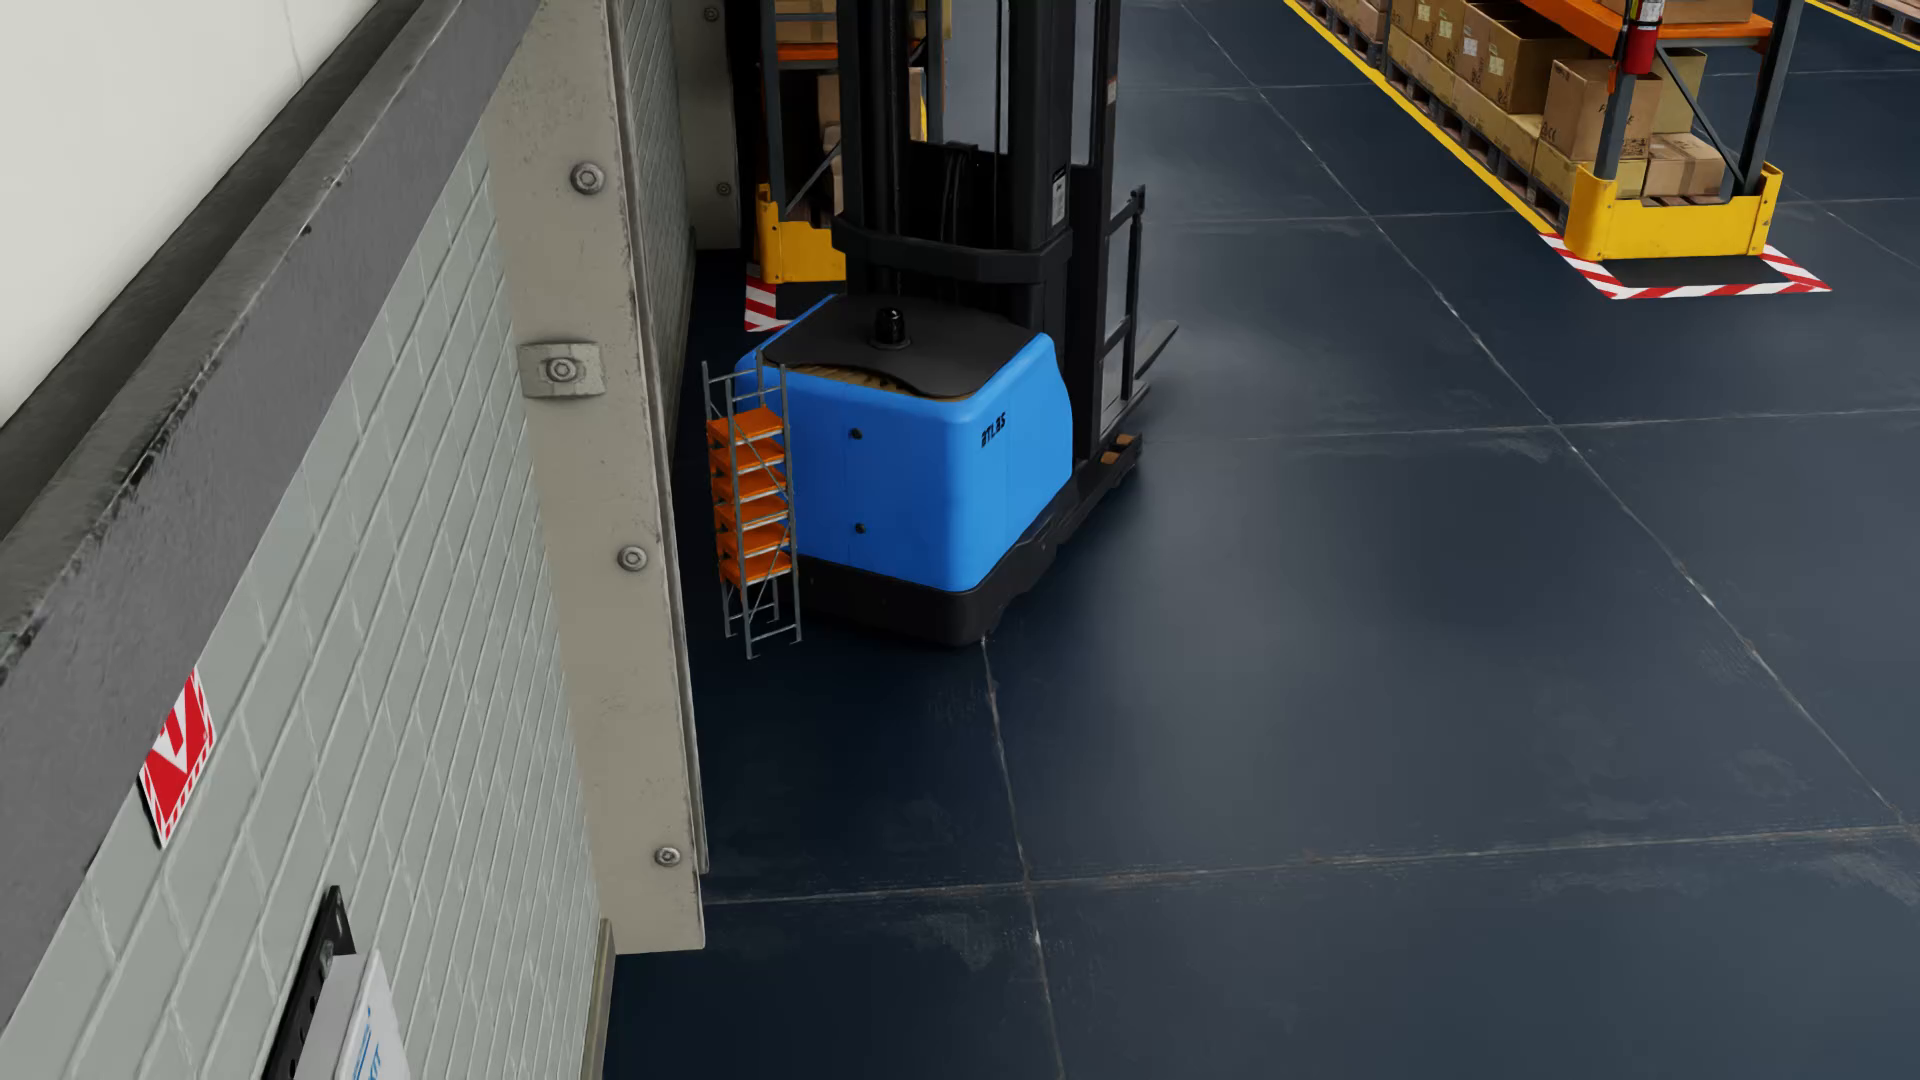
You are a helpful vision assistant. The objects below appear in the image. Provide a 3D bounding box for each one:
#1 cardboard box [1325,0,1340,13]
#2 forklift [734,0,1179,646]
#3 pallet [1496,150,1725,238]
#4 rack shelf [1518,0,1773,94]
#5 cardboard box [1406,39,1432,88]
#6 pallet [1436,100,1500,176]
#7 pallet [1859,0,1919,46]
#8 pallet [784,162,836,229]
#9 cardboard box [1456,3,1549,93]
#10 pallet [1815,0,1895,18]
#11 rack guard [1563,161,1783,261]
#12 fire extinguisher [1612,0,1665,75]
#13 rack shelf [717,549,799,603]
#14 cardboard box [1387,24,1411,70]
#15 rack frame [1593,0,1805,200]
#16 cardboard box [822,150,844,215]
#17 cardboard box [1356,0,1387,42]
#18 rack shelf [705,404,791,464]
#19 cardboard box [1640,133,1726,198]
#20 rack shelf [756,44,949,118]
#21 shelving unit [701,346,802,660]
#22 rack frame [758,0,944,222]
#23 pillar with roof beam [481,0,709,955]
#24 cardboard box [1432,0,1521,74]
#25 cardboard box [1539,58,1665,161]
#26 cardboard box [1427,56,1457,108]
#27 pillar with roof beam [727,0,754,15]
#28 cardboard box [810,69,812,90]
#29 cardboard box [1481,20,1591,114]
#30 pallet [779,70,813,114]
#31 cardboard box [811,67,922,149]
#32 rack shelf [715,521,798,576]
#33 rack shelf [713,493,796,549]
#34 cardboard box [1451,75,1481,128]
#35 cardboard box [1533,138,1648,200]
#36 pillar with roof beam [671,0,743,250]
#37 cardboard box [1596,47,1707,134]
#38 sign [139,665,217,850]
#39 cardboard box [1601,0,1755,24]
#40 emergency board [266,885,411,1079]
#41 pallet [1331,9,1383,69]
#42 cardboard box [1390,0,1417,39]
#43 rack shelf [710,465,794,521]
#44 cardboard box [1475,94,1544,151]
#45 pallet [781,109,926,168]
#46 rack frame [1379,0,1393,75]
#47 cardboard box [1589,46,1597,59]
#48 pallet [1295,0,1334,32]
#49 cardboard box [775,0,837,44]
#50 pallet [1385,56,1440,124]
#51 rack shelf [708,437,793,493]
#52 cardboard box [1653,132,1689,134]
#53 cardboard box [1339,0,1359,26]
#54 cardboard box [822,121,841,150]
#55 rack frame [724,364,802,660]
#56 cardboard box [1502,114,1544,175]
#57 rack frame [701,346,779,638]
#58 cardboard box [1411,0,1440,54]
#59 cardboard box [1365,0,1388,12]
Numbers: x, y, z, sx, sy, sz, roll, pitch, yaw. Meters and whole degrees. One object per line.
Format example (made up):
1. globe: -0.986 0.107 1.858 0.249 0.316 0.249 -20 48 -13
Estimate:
1. cardboard box: 3.541 -4.866 14.743 0.500 0.250 0.500 -2 31 -3
2. forklift: 0.205 -1.585 7.046 1.130 2.935 3.031 13 33 21
3. pallet: 4.223 -2.298 10.891 1.003 0.211 1.213 -3 31 -5
4. rack shelf: 4.149 -3.819 11.420 1.077 0.370 4.000 -3 31 -5
5. cardboard box: 3.746 -3.642 12.694 0.500 0.250 0.500 -3 31 -5
6. pallet: 4.112 -2.919 11.931 1.003 0.211 1.213 -3 31 -5
7. pallet: 8.782 -4.586 14.722 1.003 0.211 1.213 -3 31 -5
8. pallet: -0.643 -2.125 10.602 1.003 0.211 1.213 -3 31 -5
9. cardboard box: 3.836 -3.453 11.646 0.500 0.500 0.500 -3 31 -5
10. pallet: 8.665 -5.210 15.767 1.003 0.211 1.213 -3 31 -5
11. rack guard: 4.338 -2.021 10.146 1.175 0.500 0.348 -3 31 -5
12. fire extinguisher: 3.885 -2.991 9.407 0.296 0.674 0.183 -3 31 -5
13. rack shelf: -0.779 0.123 6.429 0.258 0.103 0.180 -19 36 -29
14. cardboard box: 3.704 -3.897 13.121 0.500 0.250 0.500 -3 31 -5
15. rack frame: 4.336 -3.106 9.526 1.000 3.000 0.127 -3 31 -5
16. cardboard box: -0.571 -2.259 10.300 0.500 0.311 0.500 -6 31 -10
17. cardboard box: 3.635 -4.346 13.873 0.500 0.250 0.500 -3 31 -5
18. rack shelf: -0.779 -0.392 6.121 0.258 0.103 0.180 -19 36 -29
19. cardboard box: 4.508 -2.391 10.599 0.500 0.250 0.500 -3 31 -5
20. rack shelf: -0.782 -3.579 11.019 1.077 0.370 4.000 -3 31 -5
21. shelving unit: -0.779 -0.121 6.283 0.258 1.200 0.189 -19 36 -29
22. rack frame: -0.595 -2.867 9.125 1.000 3.000 0.127 -3 31 -5
23. pillar with roof beam: 3.325 -2.902 3.332 9.100 9.000 0.400 -3 31 -5
24. cardboard box: 3.788 -3.708 12.073 0.500 0.500 0.500 -3 31 -5
25. cardboard box: 3.990 -2.688 10.365 0.500 0.500 0.500 -3 31 -5
26. cardboard box: 3.787 -3.386 12.266 0.500 0.250 0.500 -3 31 -5
27. pillar with roof beam: 2.203 -9.028 13.589 9.100 9.000 0.400 -3 31 -5
28. cardboard box: -0.832 -3.497 12.188 0.500 0.500 0.500 -5 31 -8
29. cardboard box: 3.882 -3.198 11.219 0.500 0.500 0.500 -3 31 -5
30. pallet: -0.871 -3.371 12.688 1.003 0.211 1.213 -3 31 -5
31. cardboard box: -0.643 -3.008 11.370 0.700 0.500 0.500 -5 31 -8
32. rack shelf: -0.779 0.020 6.367 0.258 0.103 0.180 -19 36 -29
33. rack shelf: -0.779 -0.083 6.306 0.258 0.103 0.180 -19 36 -29
34. cardboard box: 3.840 -3.131 11.839 0.500 0.250 0.500 -3 31 -5
35. cardboard box: 3.992 -2.366 10.558 0.500 0.250 0.500 -3 31 -5
36. pillar with roof beam: 2.764 -5.965 8.461 9.100 9.000 0.400 -3 31 -5
37. cardboard box: 4.459 -2.968 10.834 0.500 0.500 0.500 -3 31 -5
38. sign: -0.867 0.157 1.801 0.001 0.298 0.199 -3 31 -5
39. cardboard box: 4.305 -3.388 9.900 0.700 0.500 0.500 -3 31 -5
40. emergency board: -0.769 1.144 2.410 0.194 1.169 0.643 -3 31 -5
41. pallet: 3.855 -4.326 14.286 1.003 0.211 1.213 -3 31 -5
42. cardboard box: 3.694 -4.219 12.928 0.500 0.500 0.500 -3 31 -5
43. rack shelf: -0.779 -0.186 6.244 0.258 0.103 0.180 -19 36 -29
44. cardboard box: 3.885 -2.876 11.411 0.500 0.250 0.500 -3 31 -5
45. pallet: -0.754 -2.747 11.643 1.003 0.211 1.213 -3 31 -5
46. rack frame: 3.962 -5.149 12.945 1.000 3.000 0.127 -3 31 -5
47. cardboard box: 4.399 -3.223 11.261 0.500 0.500 0.500 -3 31 -5
48. pallet: 3.738 -4.950 15.331 1.003 0.211 1.213 -3 31 -5
49. cardboard box: -0.832 -3.041 9.542 0.500 0.250 0.500 -2 31 -4
50. pallet: 3.995 -3.544 12.977 1.003 0.211 1.213 -3 31 -5
51. rack shelf: -0.779 -0.289 6.182 0.258 0.103 0.180 -19 36 -29
52. cardboard box: 4.457 -2.646 11.026 0.500 0.250 0.500 -3 31 -5
53. cardboard box: 3.590 -4.605 14.306 0.500 0.250 0.500 -3 31 -5
54. cardboard box: -0.624 -2.550 10.788 0.500 0.311 0.500 0 31 0
55. rack frame: -0.728 -0.082 6.217 0.240 1.200 0.006 -19 36 -29
56. cardboard box: 3.933 -2.621 10.984 0.500 0.250 0.500 -3 31 -5
57. rack frame: -0.830 -0.160 6.348 0.240 1.200 0.006 -19 36 -29
58. cardboard box: 3.749 -3.964 12.501 0.500 0.500 0.500 -3 31 -5
59. cardboard box: 3.639 -4.582 13.721 0.500 0.311 0.500 -3 31 -5
